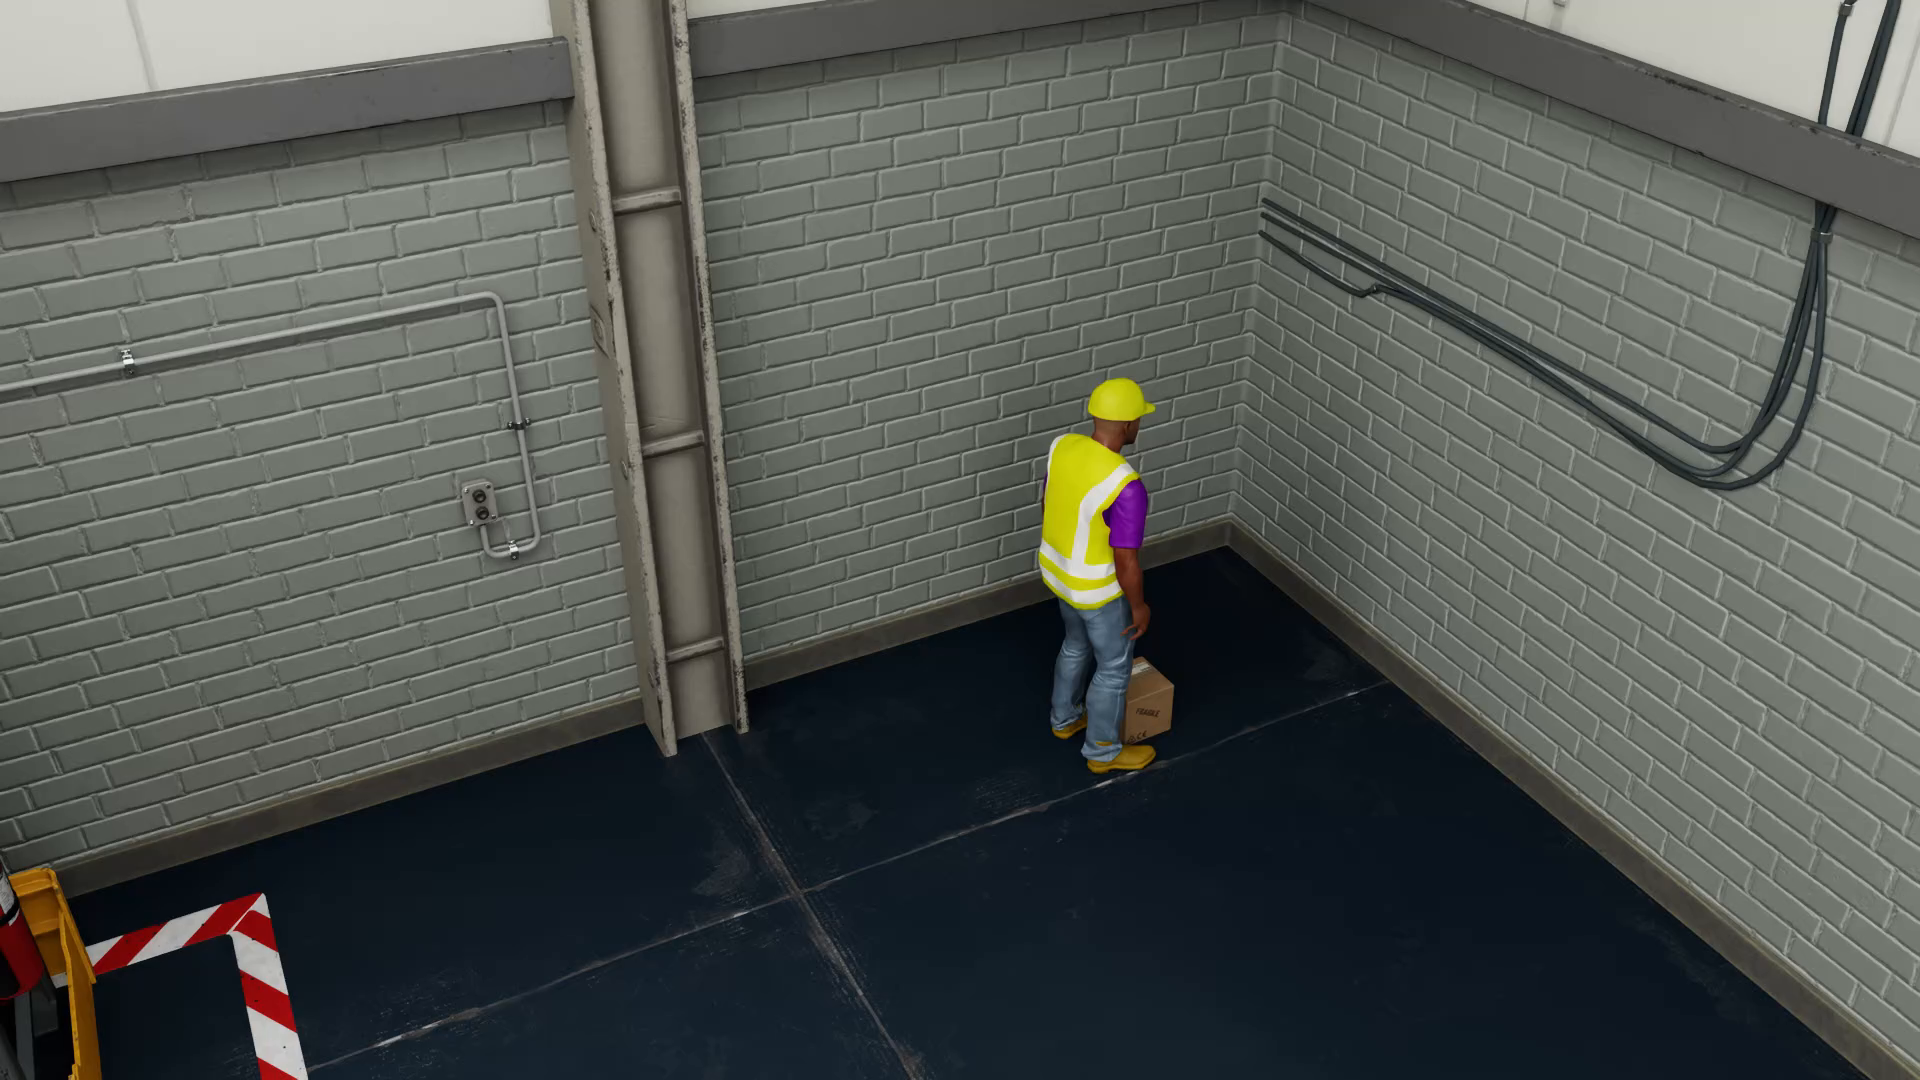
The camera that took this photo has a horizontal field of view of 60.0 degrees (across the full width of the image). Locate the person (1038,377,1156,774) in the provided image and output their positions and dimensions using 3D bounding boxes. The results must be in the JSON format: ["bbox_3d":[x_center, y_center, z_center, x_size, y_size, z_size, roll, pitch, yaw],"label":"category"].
[{"bbox_3d":[0.575,0.146,6.898,0.461,1.759,0.629,-18,37,-26],"label":"person"}]
